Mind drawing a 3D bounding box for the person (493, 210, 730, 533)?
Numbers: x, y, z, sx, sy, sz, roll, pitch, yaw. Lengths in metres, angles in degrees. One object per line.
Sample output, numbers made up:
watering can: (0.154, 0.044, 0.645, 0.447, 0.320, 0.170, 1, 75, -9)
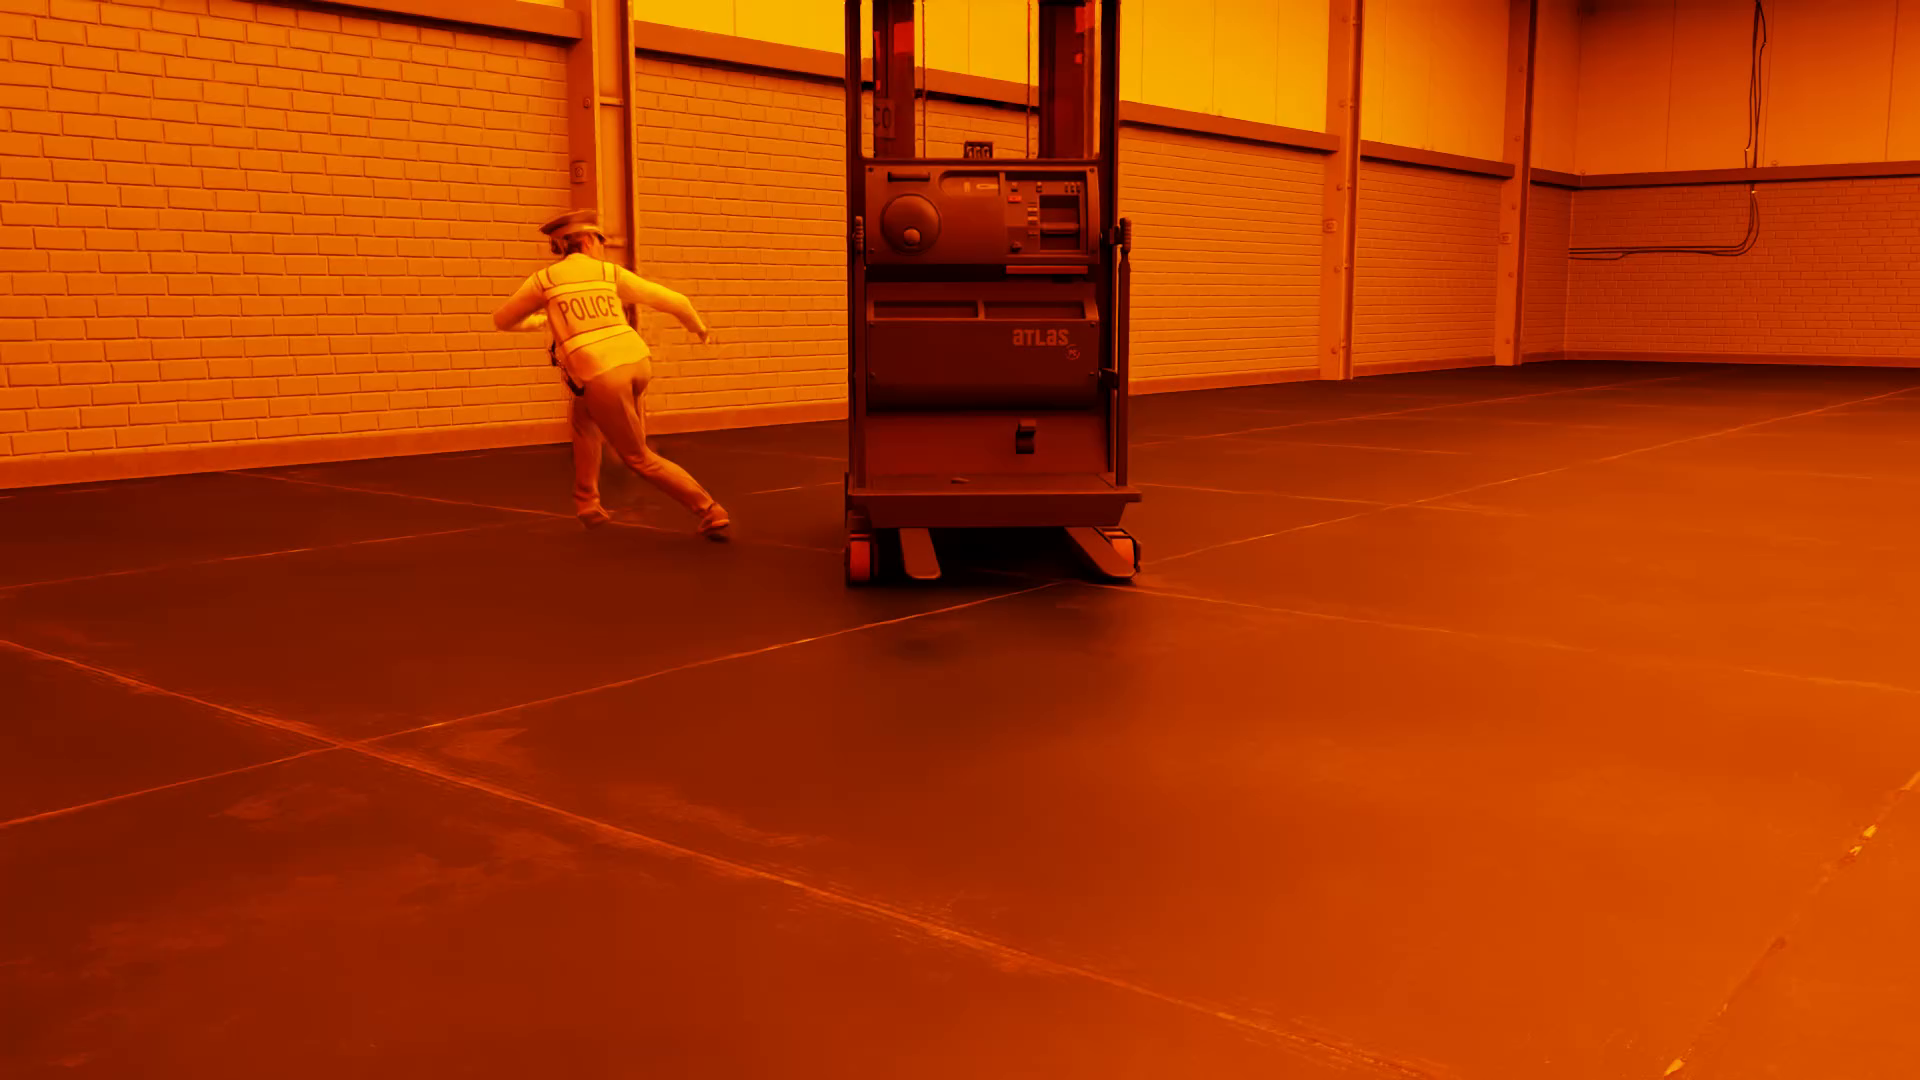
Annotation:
person: (-1.543, -0.732, 7.382, 0.910, 1.429, 0.886, -6, 10, -37)

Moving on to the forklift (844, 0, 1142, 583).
forklift: (0.104, -1.335, 6.403, 1.130, 2.935, 3.031, -1, 8, -3)
